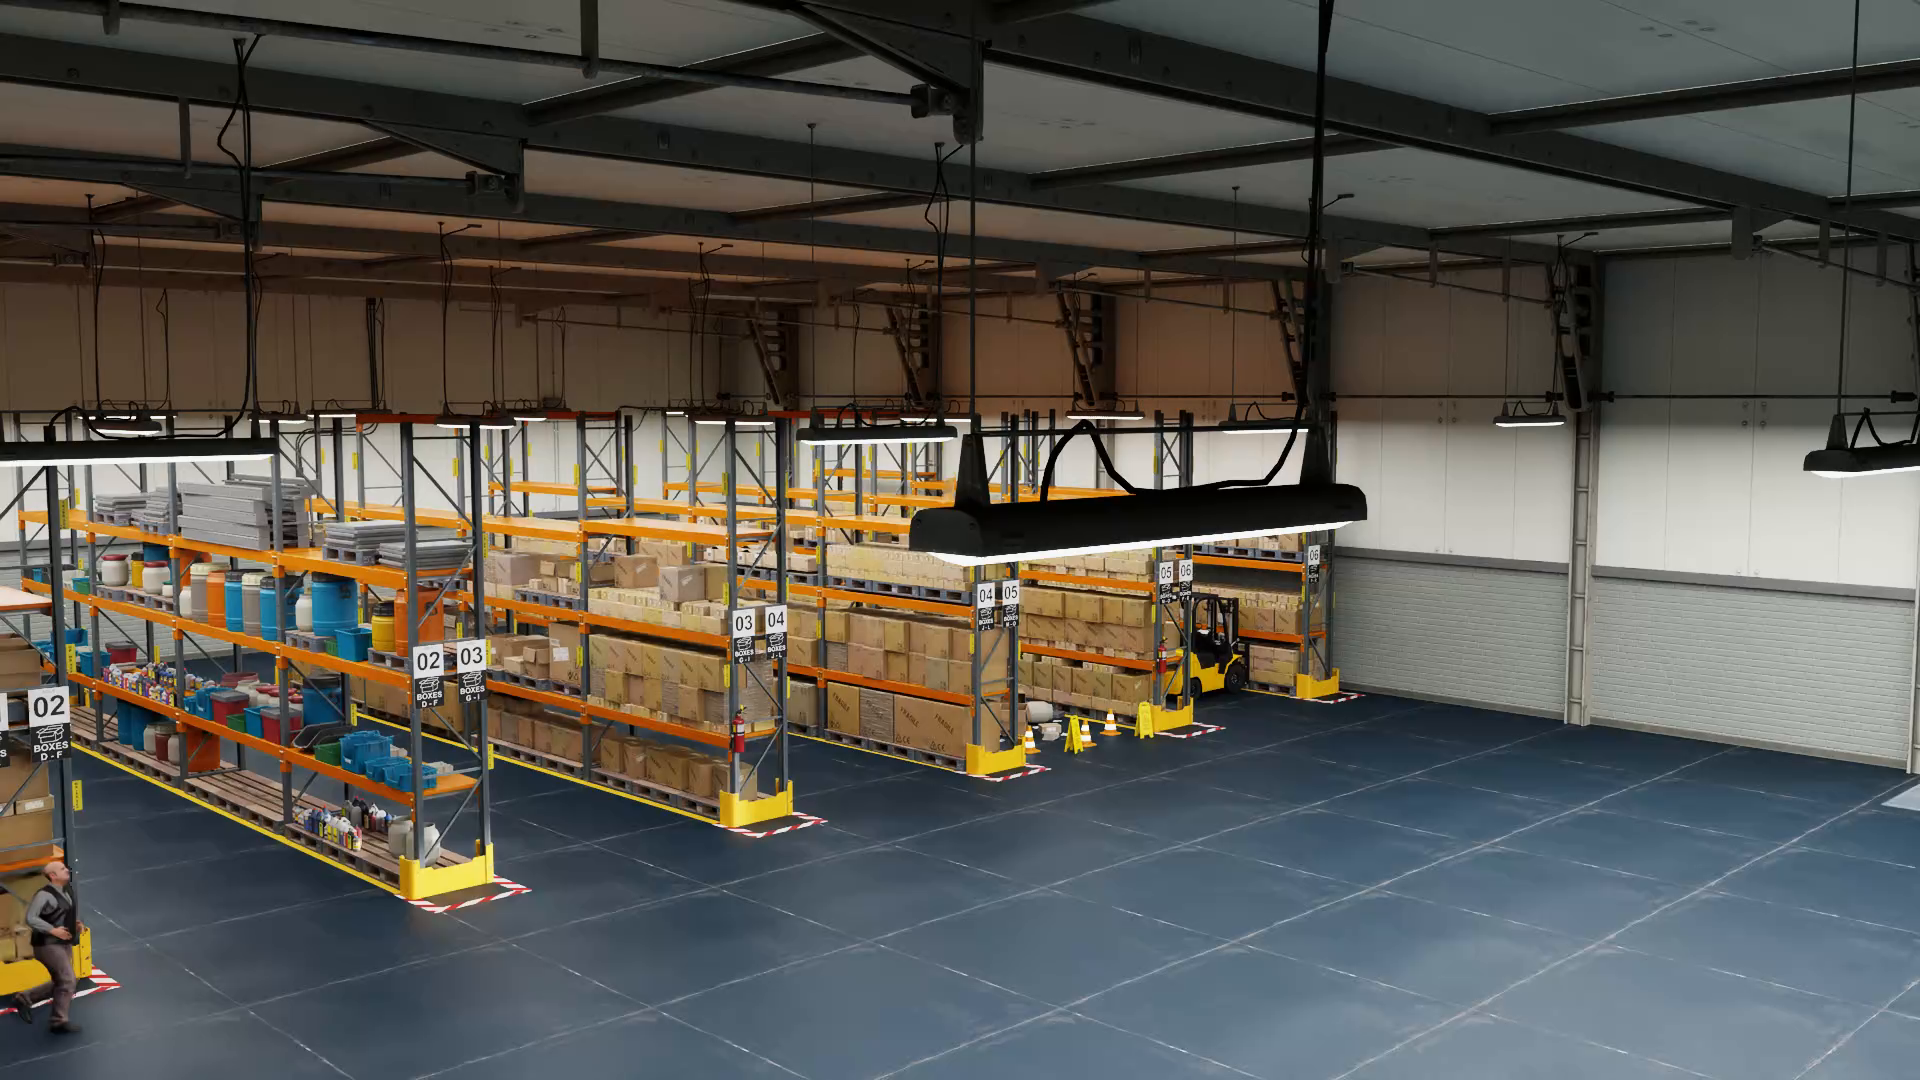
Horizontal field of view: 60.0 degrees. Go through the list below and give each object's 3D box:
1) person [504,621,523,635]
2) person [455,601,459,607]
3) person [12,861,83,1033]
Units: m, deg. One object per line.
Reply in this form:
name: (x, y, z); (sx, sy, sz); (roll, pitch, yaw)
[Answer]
person: (-10.895, 1.931, 40.810); (0.826, 1.820, 0.723); (-5, 7, -43)
person: (-11.307, 2.209, 37.654); (0.588, 1.718, 0.833); (-3, 6, -30)
person: (-9.134, 4.063, 16.684); (0.694, 1.683, 0.696); (0, 5, -3)
